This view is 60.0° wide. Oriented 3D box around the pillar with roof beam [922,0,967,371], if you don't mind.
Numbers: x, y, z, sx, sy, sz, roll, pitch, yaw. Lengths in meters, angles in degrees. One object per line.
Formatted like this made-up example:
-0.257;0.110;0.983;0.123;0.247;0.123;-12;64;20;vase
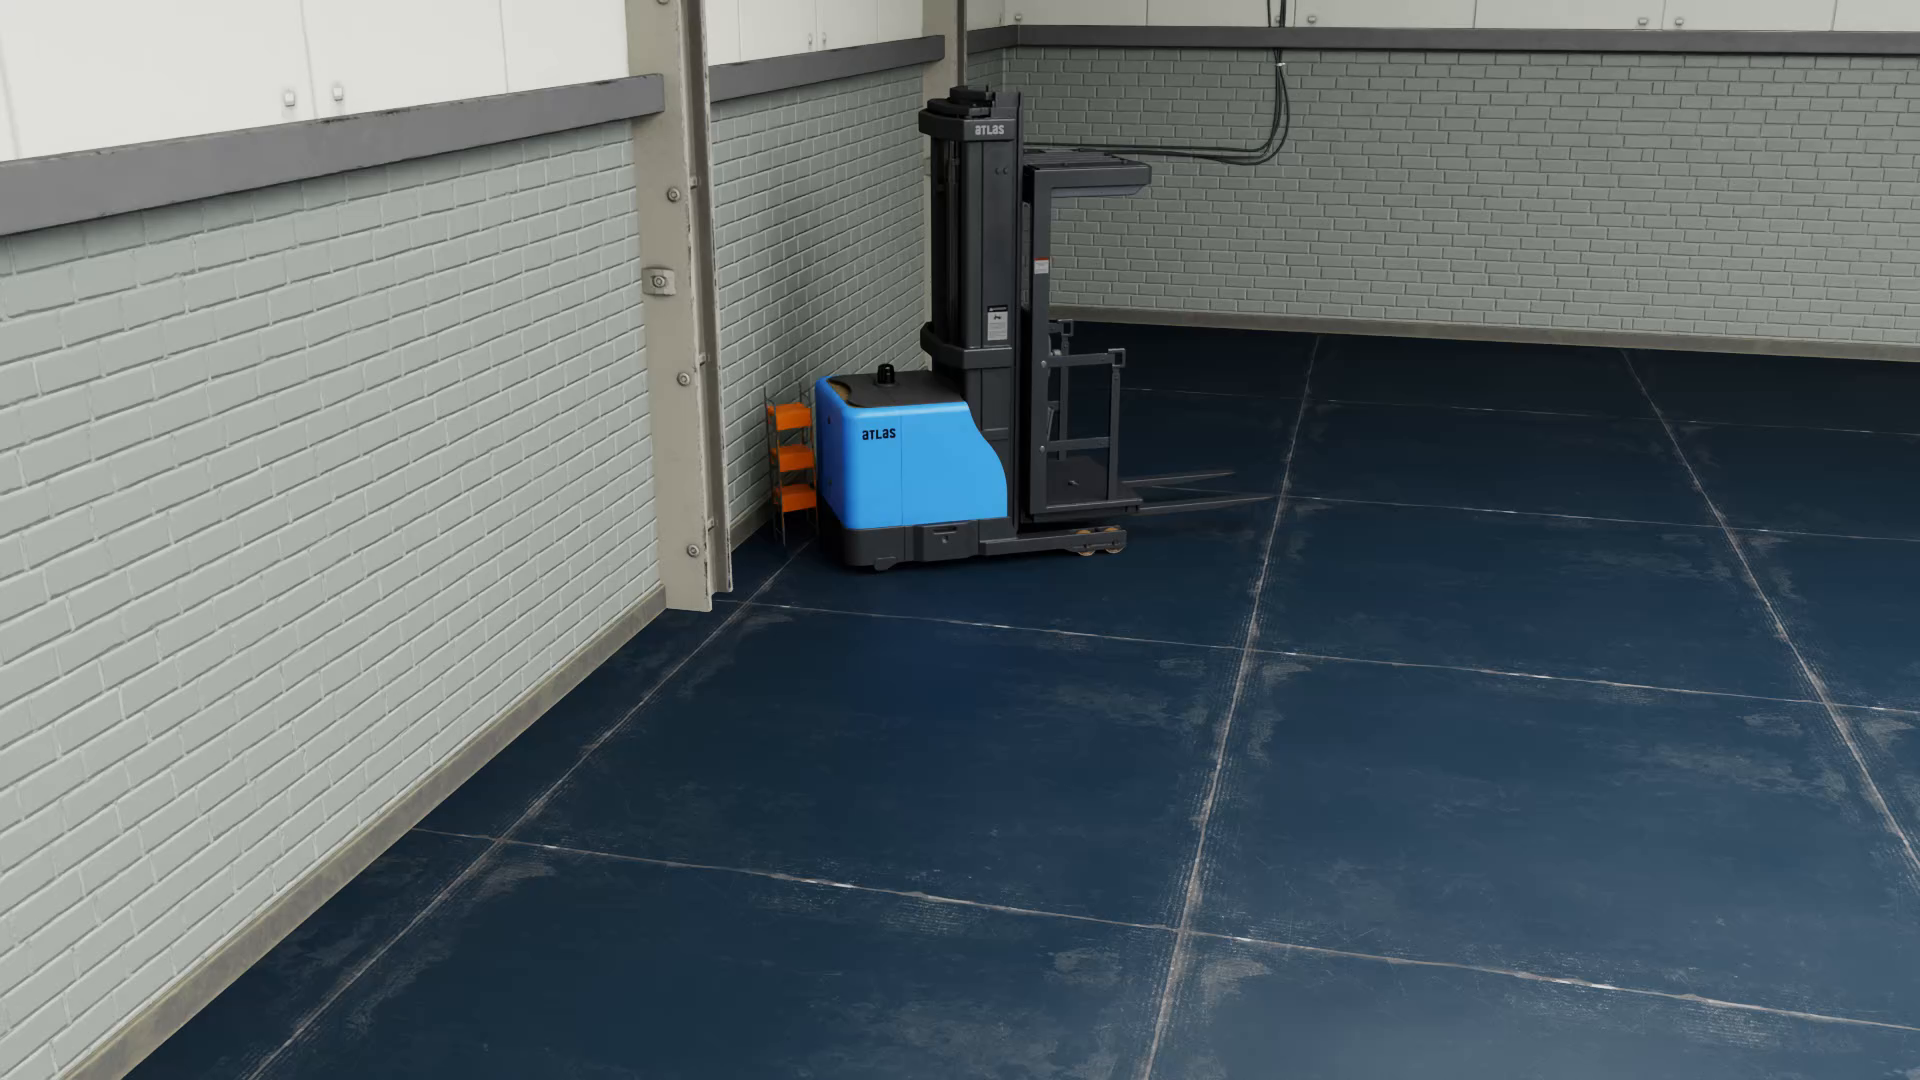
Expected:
4.039;-5.443;13.202;9.100;9.000;0.400;5;19;13;pillar with roof beam

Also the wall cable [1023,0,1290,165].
1.867;-5.133;17.097;3.097;2.526;0.112;5;19;13;wall cable

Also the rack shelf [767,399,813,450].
-1.121;-0.758;10.924;0.240;0.259;0.215;-11;22;-23;rack shelf

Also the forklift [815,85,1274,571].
0.599;-1.441;10.873;3.031;2.935;1.130;-5;20;-15;forklift

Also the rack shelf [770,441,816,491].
-1.113;-0.492;11.021;0.240;0.259;0.215;-11;22;-23;rack shelf

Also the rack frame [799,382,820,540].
-1.003;-0.523;11.065;0.008;1.050;0.200;-11;22;-23;rack frame

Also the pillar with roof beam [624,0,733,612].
2.573;-3.563;7.697;9.100;9.000;0.400;5;19;13;pillar with roof beam

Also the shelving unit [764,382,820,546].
-1.113;-0.502;11.017;0.252;1.050;0.215;-11;22;-23;shelving unit

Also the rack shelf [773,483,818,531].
-1.105;-0.231;11.116;0.240;0.259;0.215;-11;22;-23;rack shelf

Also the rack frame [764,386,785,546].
-1.224;-0.481;10.970;0.008;1.050;0.200;-11;22;-23;rack frame
